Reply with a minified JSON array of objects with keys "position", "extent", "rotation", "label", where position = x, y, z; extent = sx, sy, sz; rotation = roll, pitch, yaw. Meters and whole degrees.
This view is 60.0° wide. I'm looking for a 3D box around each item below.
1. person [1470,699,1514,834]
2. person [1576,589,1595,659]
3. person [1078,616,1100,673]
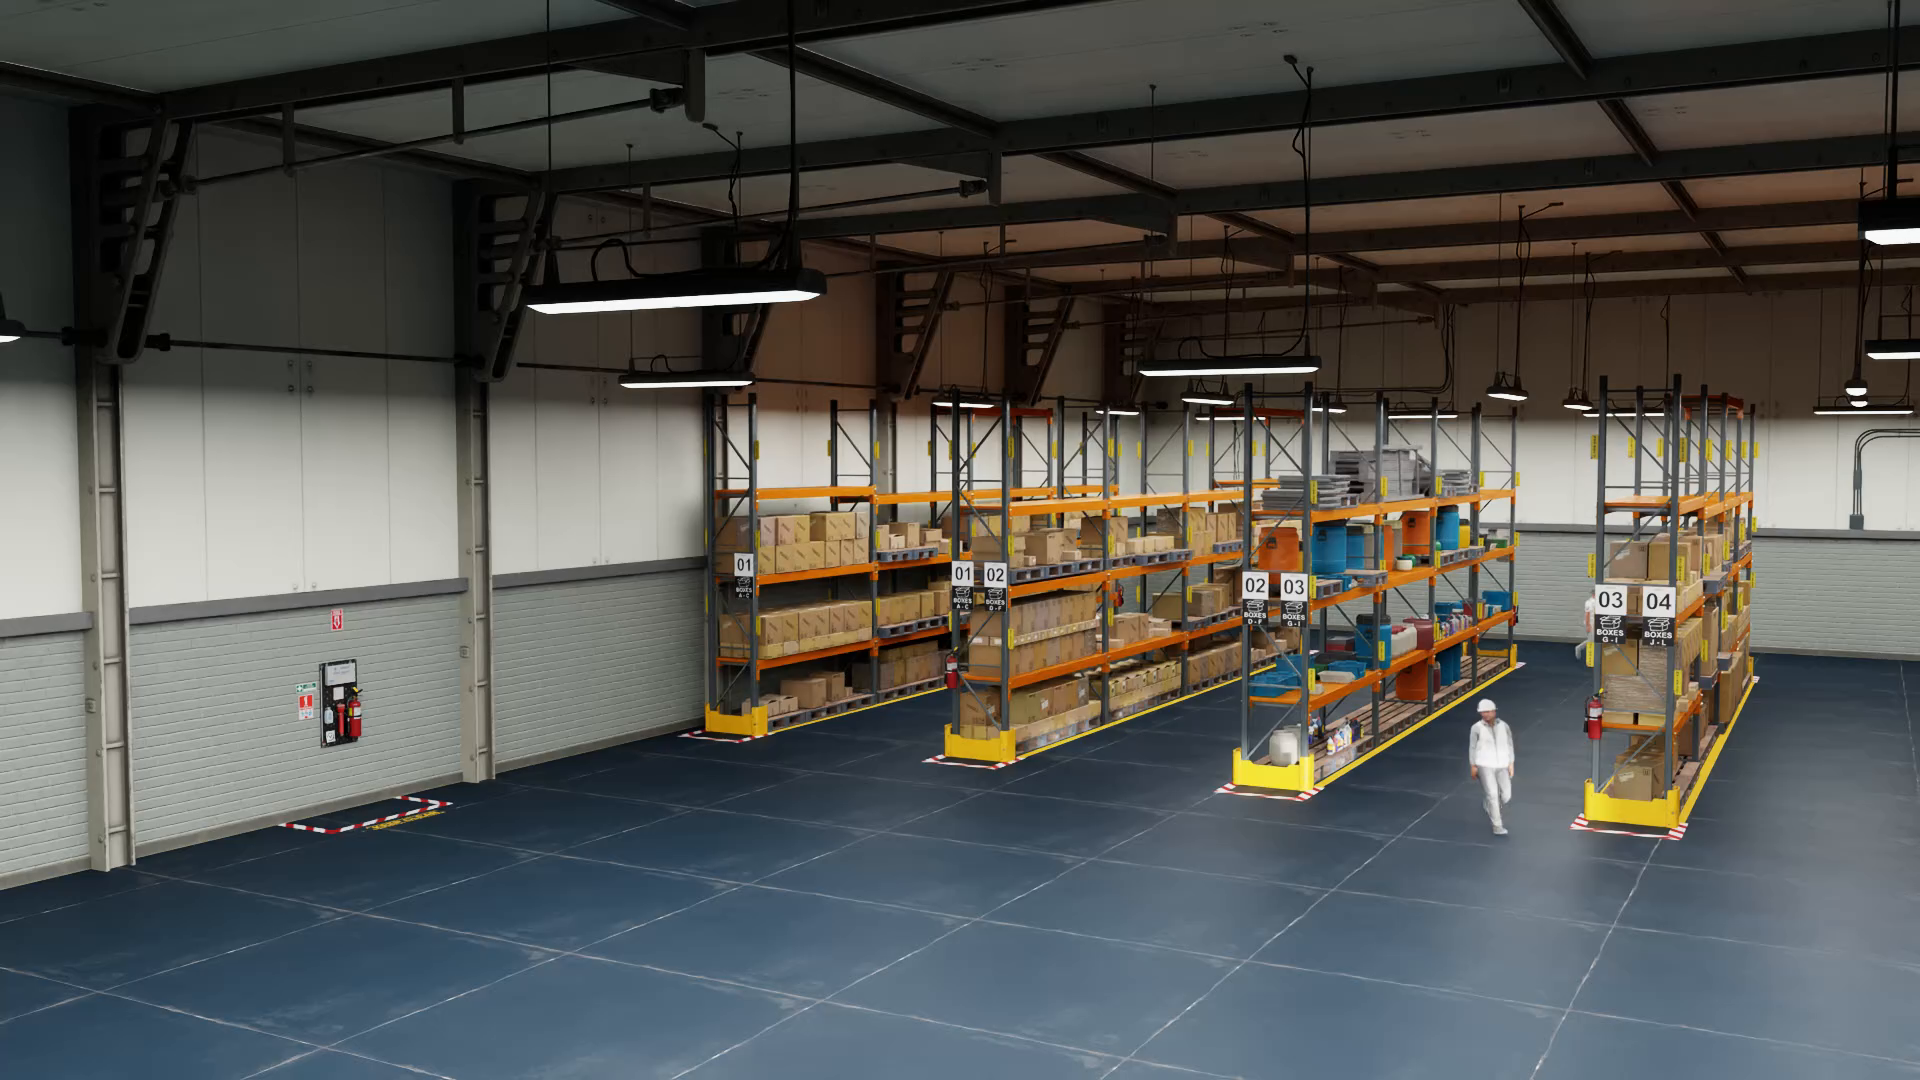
[{"position":[7.008,2.956,21.864],"extent":[0.543,1.733,0.886],"rotation":[0,3,-6],"label":"person"},{"position":[14.878,2.010,39.158],"extent":[0.593,1.727,0.660],"rotation":[-2,4,-37],"label":"person"},{"position":[2.706,2.212,35.428],"extent":[0.645,1.775,0.681],"rotation":[3,4,40],"label":"person"}]
